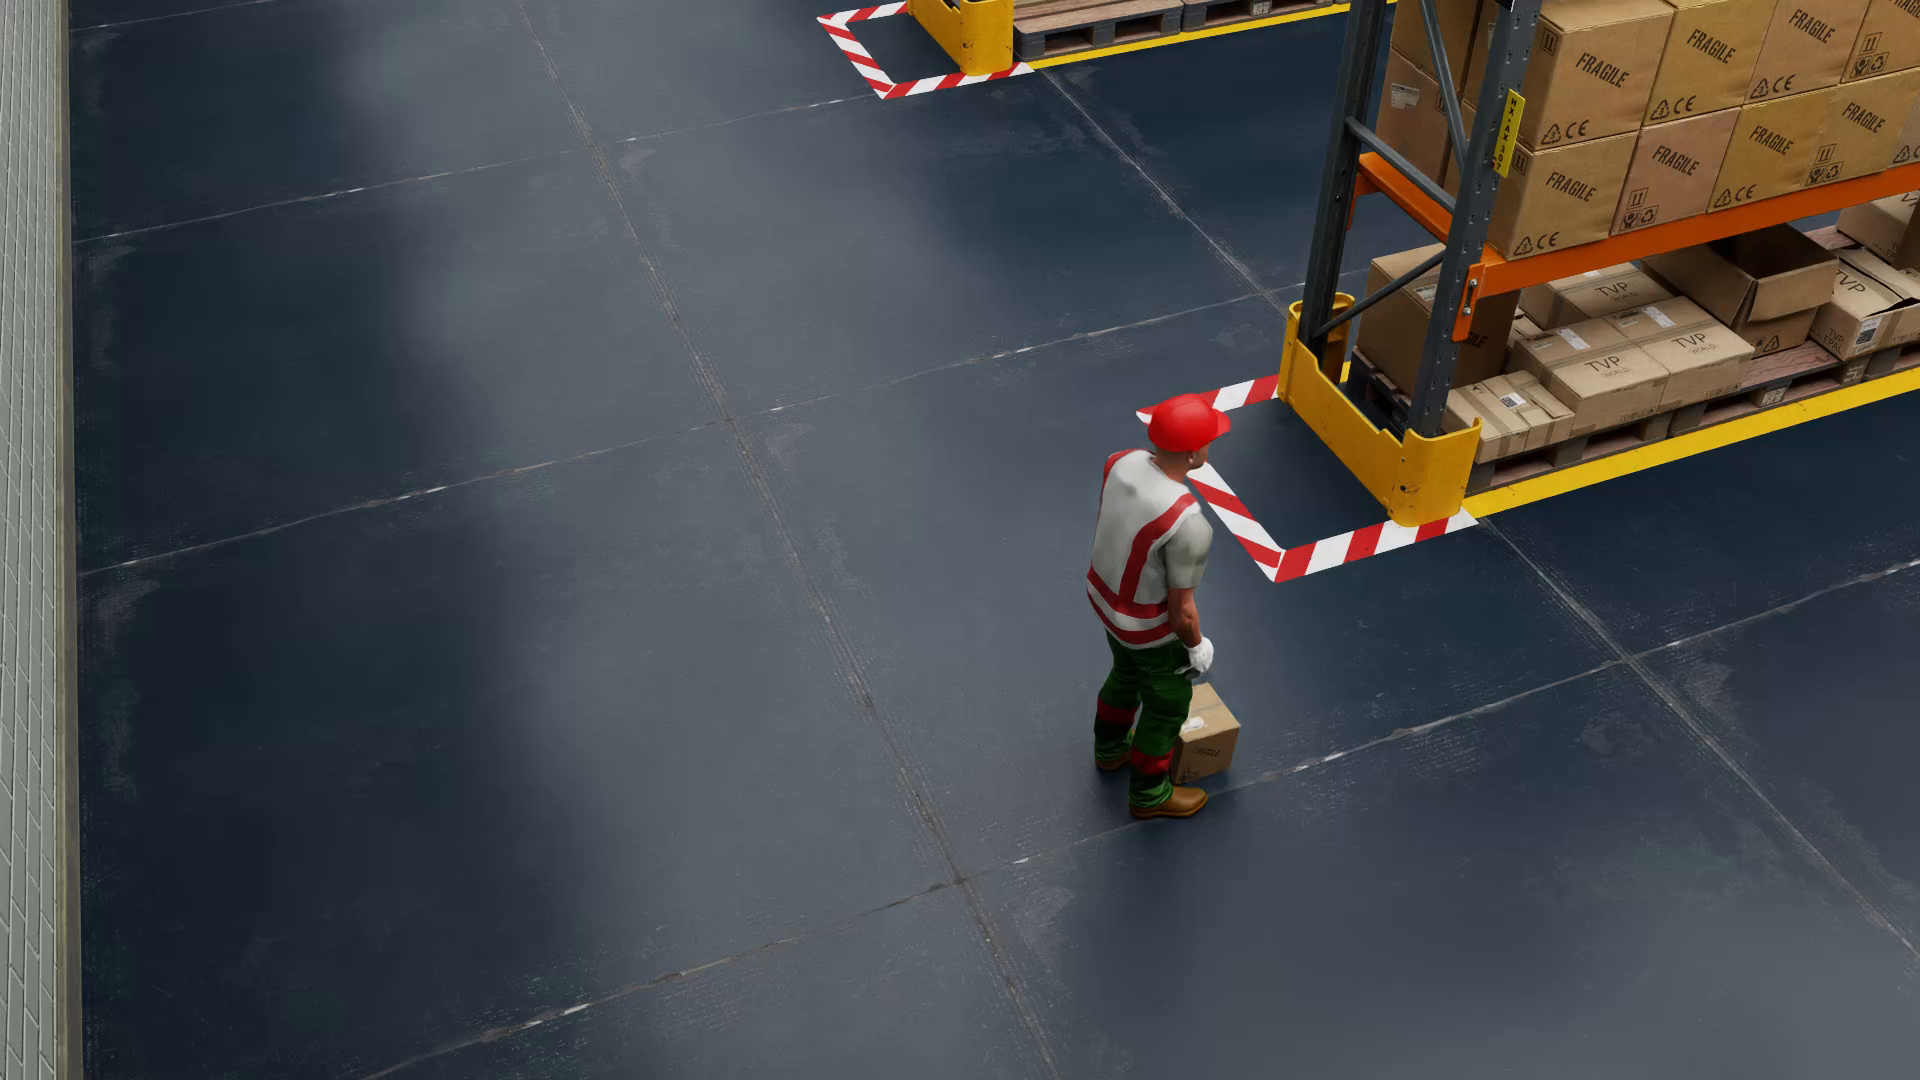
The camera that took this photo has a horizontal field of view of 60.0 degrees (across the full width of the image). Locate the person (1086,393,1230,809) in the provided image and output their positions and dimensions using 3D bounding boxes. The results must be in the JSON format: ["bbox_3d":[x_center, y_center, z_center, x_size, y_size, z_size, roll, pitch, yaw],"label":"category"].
[{"bbox_3d":[0.682,0.222,5.850,0.441,1.722,0.568,-17,44,-18],"label":"person"}]
